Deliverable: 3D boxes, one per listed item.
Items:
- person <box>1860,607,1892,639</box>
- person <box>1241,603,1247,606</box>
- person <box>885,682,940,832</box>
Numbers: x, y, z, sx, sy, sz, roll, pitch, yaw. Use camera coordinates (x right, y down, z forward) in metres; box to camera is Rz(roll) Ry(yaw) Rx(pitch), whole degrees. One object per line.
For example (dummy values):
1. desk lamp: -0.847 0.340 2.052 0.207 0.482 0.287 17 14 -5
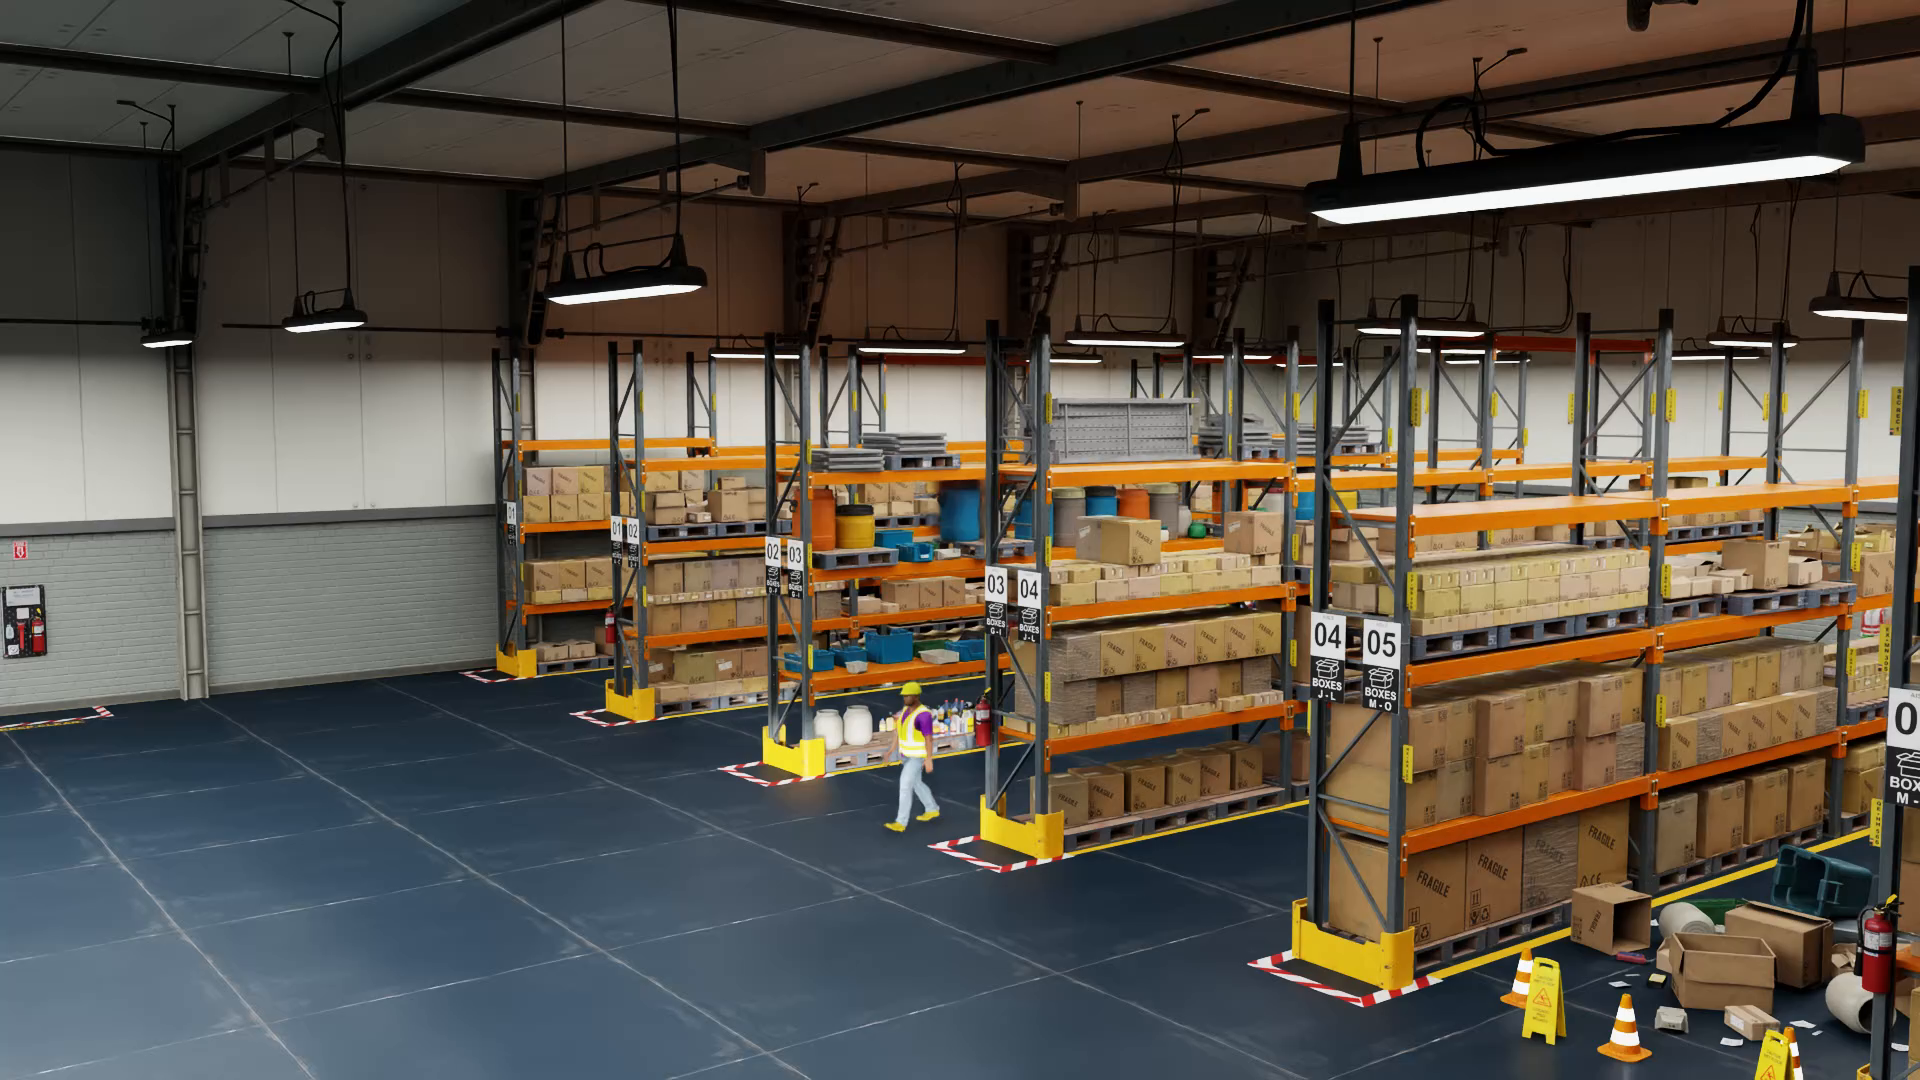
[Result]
1. person: 16.121 1.693 29.338 0.533 1.751 0.969 4 7 40
2. person: 5.205 1.647 31.011 0.702 1.603 0.621 -2 6 -25
3. person: -0.581 2.564 19.812 0.848 1.757 0.562 -2 6 -25
